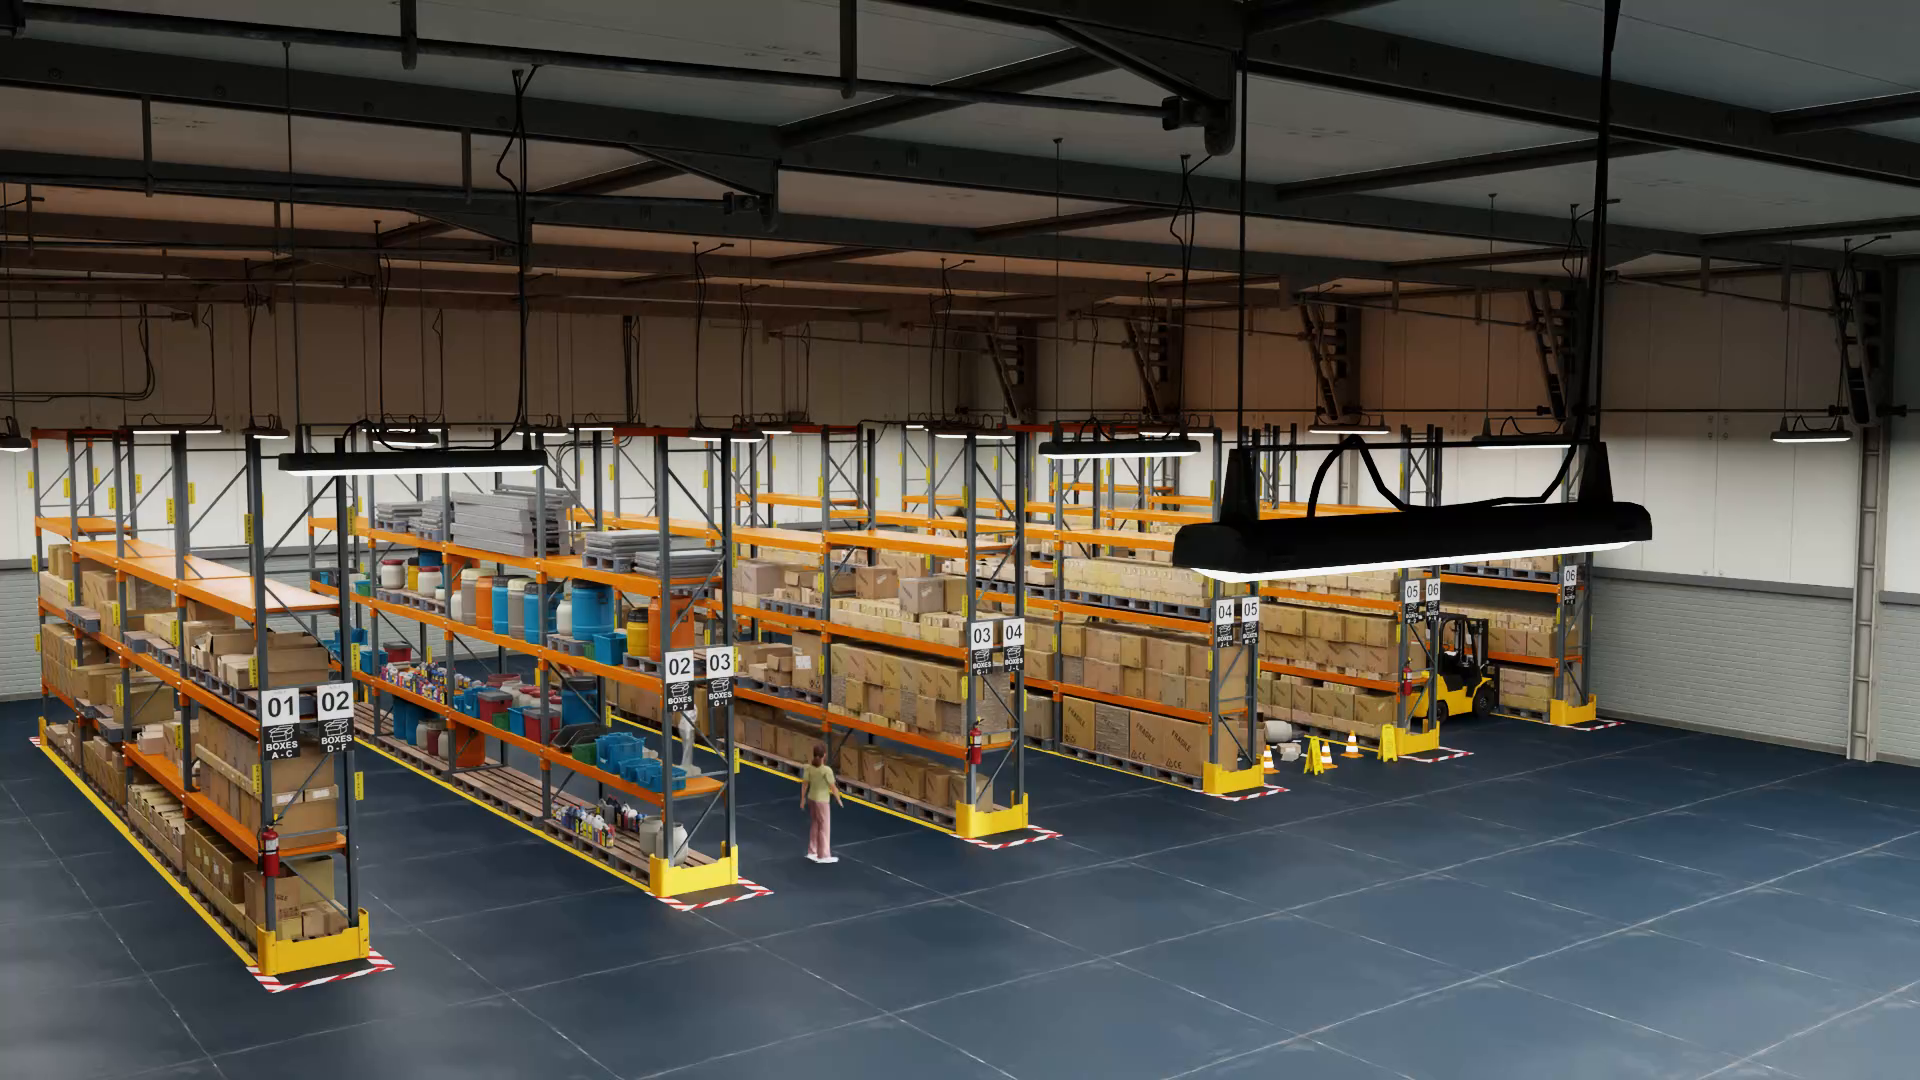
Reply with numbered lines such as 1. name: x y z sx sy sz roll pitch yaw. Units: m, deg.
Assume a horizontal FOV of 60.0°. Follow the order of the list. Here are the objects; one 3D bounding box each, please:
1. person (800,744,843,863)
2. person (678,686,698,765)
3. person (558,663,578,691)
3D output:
1. person: -1.922 3.692 23.243 0.465 1.717 0.521 -4 6 -40
2. person: -4.629 3.274 28.370 0.359 1.665 0.561 -1 5 -8
3. person: -7.893 2.850 33.653 0.576 1.775 0.551 0 4 1
